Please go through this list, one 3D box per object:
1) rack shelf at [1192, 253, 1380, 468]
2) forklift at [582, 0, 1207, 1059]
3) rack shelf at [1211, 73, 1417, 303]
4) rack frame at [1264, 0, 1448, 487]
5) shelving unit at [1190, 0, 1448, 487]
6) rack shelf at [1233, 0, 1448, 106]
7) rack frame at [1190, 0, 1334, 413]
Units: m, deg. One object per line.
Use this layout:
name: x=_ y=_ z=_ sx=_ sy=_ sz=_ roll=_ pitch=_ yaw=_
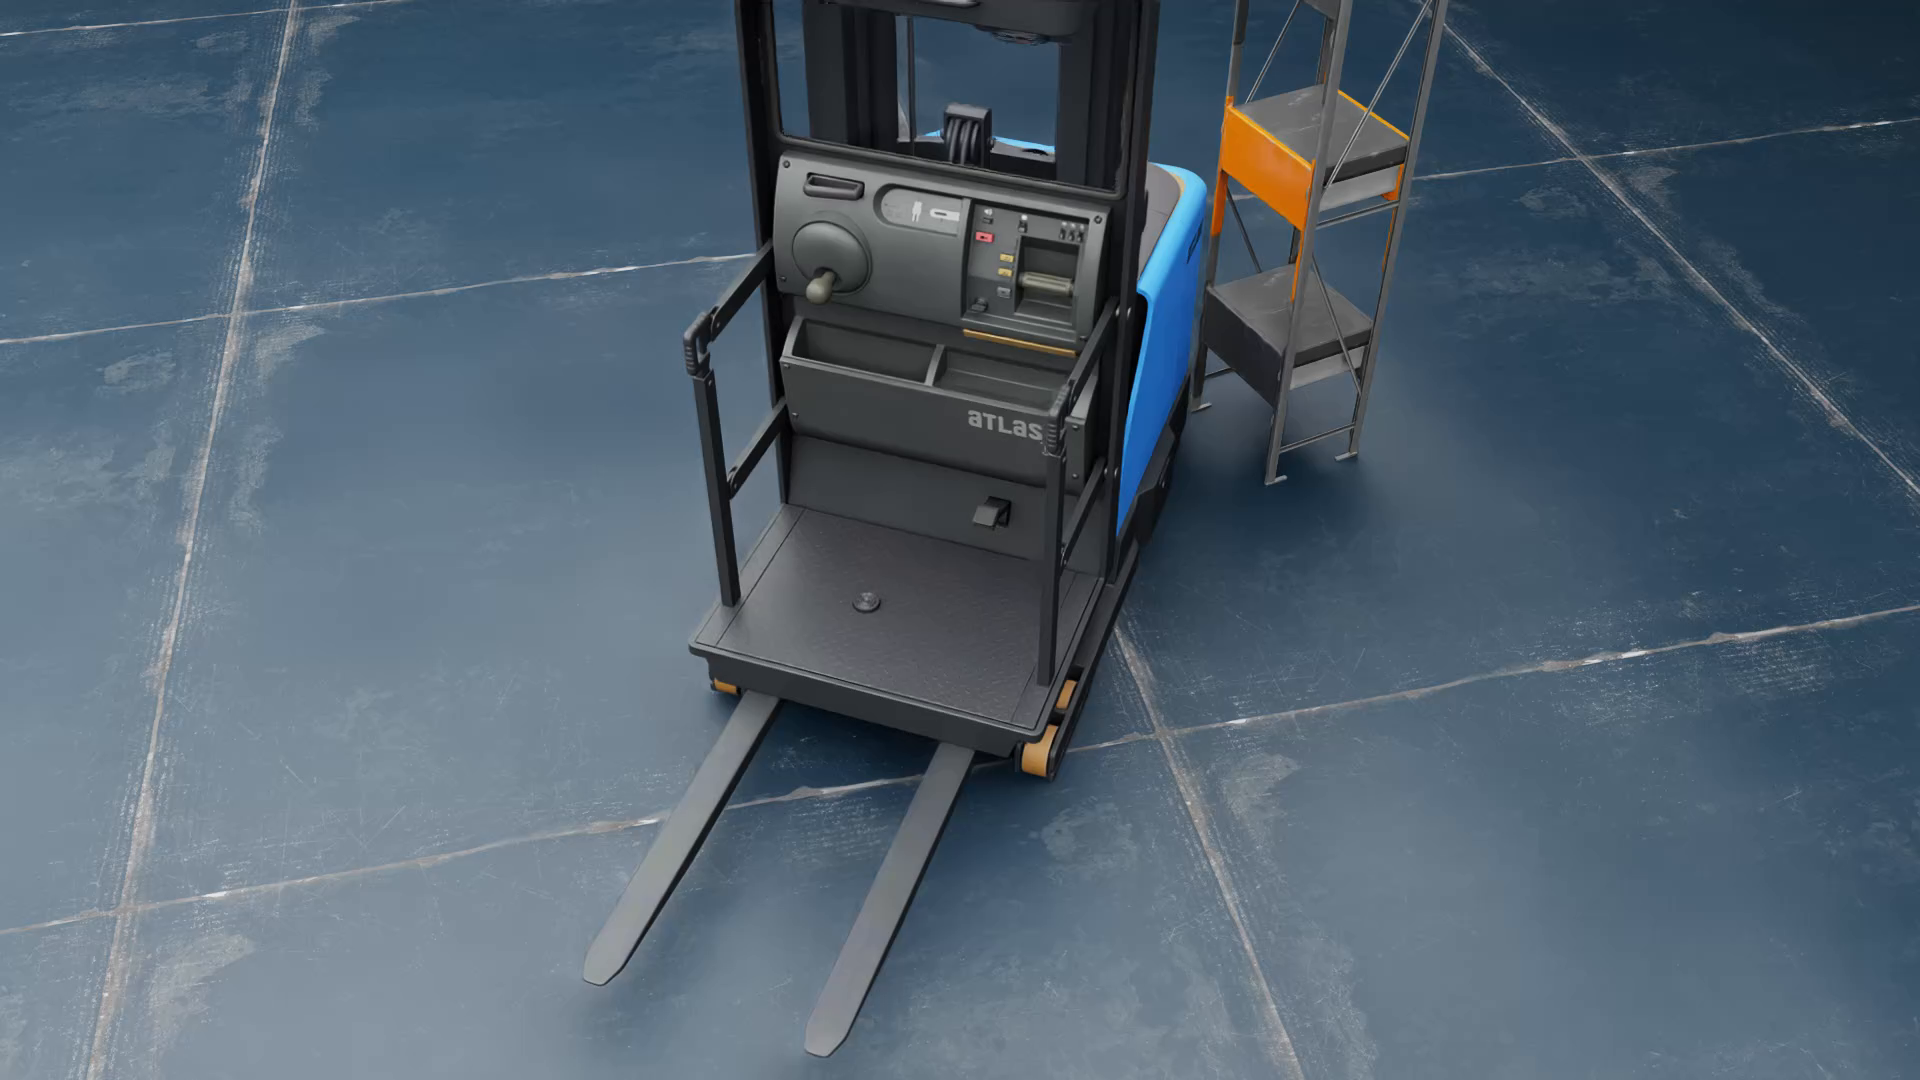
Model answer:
rack shelf: x=1.162 y=-0.651 z=5.977 sx=0.431 sy=0.518 sz=0.480 roll=-19 pitch=45 yaw=-20
forklift: x=-0.134 y=-0.702 z=4.333 sx=1.130 sy=2.935 sz=3.031 roll=13 pitch=43 yaw=14
rack shelf: x=1.162 y=-1.175 z=5.512 sx=0.431 sy=0.518 sz=0.480 roll=-19 pitch=45 yaw=-20
rack frame: x=1.274 y=-1.041 z=5.341 sx=0.400 sy=2.100 sz=0.015 roll=-19 pitch=45 yaw=-20
shelving unit: x=1.162 y=-1.185 z=5.503 sx=0.431 sy=2.100 sz=0.503 roll=-19 pitch=45 yaw=-20
rack shelf: x=1.162 y=-1.698 z=5.048 sx=0.431 sy=0.518 sz=0.480 roll=-19 pitch=45 yaw=-20
rack frame: x=1.051 y=-1.329 z=5.666 sx=0.400 sy=2.100 sz=0.015 roll=-19 pitch=45 yaw=-20
